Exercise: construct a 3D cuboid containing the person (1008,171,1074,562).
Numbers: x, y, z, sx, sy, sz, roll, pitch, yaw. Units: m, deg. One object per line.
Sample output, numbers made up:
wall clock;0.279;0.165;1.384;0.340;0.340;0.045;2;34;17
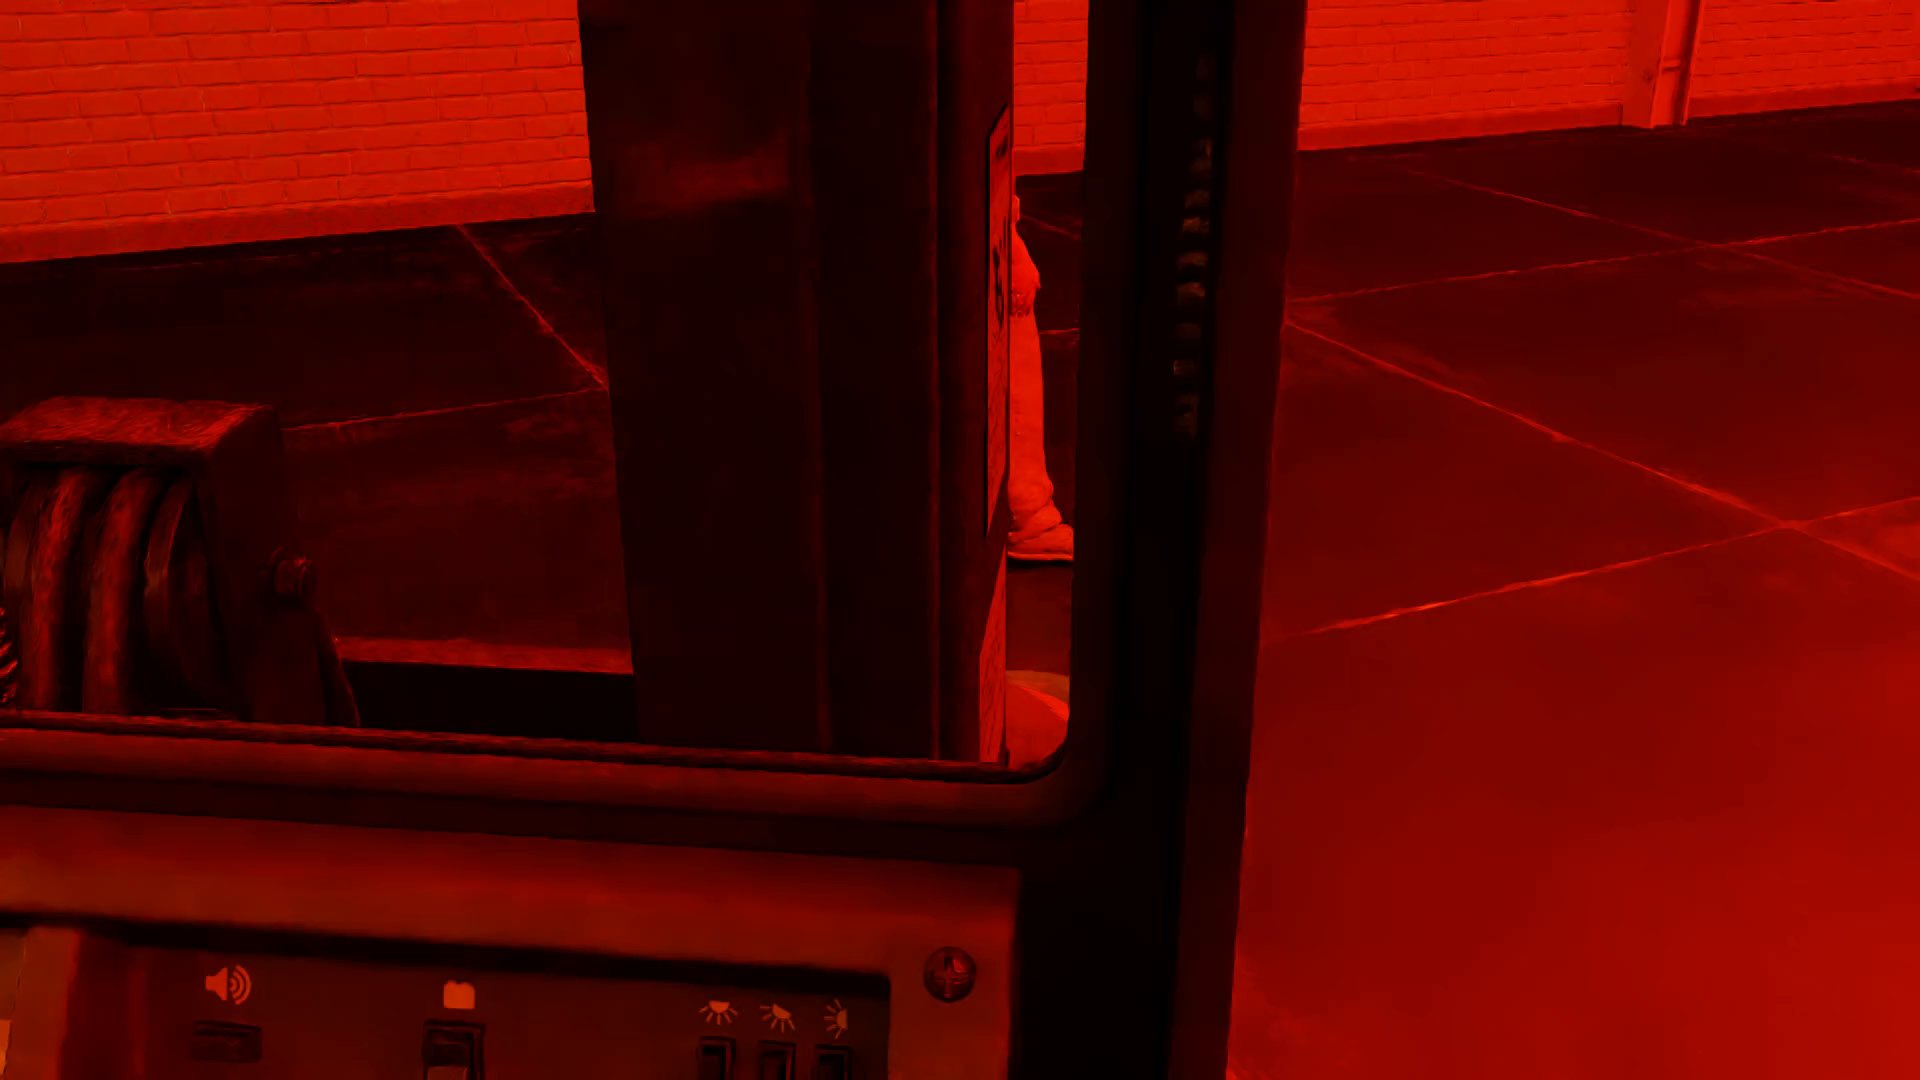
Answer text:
person;0.086;-0.815;4.797;0.550;1.727;0.640;-10;25;-23
